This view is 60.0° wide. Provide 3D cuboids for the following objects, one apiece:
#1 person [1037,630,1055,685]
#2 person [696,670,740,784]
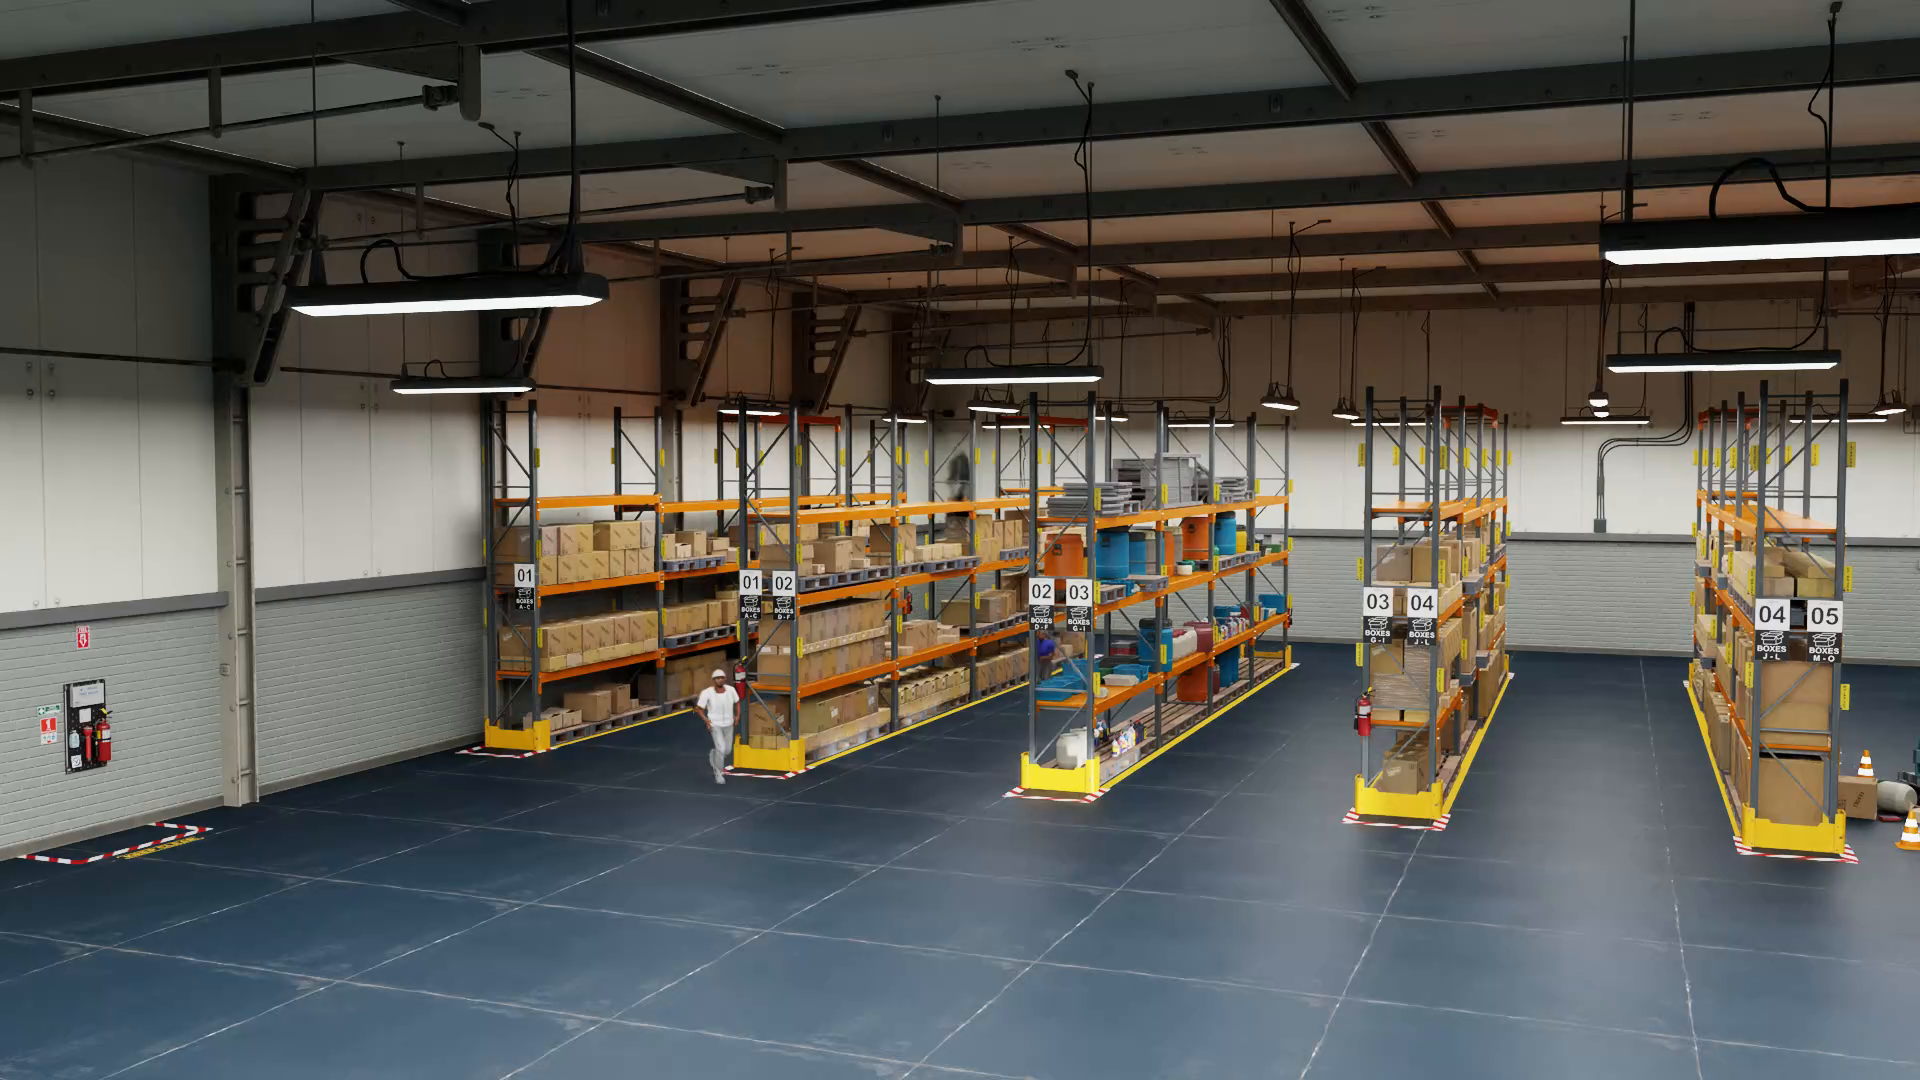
[{"bbox_3d":[1.655,2.568,33.633,0.562,1.582,0.677,1,3,15],"label":"person"},{"bbox_3d":[-3.758,2.872,25.848,0.716,1.754,0.664,-2,3,-30],"label":"person"}]
